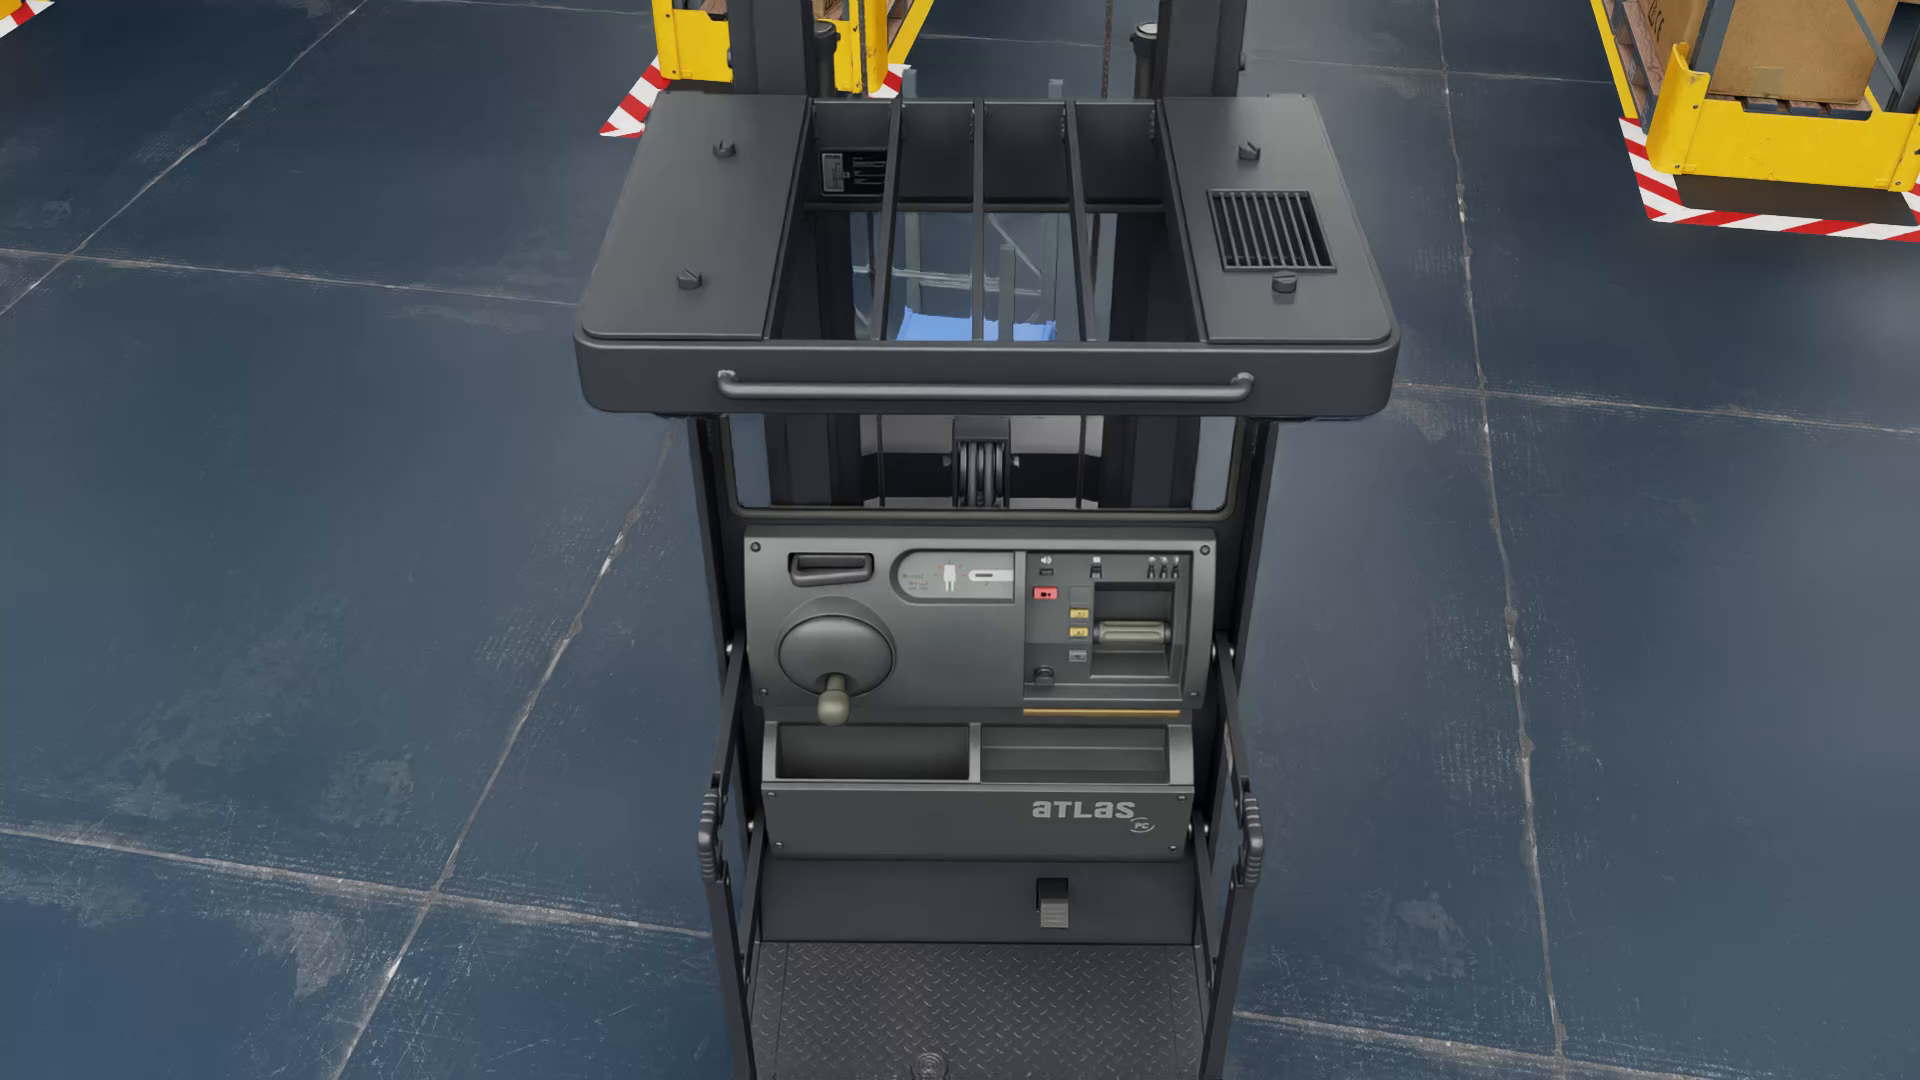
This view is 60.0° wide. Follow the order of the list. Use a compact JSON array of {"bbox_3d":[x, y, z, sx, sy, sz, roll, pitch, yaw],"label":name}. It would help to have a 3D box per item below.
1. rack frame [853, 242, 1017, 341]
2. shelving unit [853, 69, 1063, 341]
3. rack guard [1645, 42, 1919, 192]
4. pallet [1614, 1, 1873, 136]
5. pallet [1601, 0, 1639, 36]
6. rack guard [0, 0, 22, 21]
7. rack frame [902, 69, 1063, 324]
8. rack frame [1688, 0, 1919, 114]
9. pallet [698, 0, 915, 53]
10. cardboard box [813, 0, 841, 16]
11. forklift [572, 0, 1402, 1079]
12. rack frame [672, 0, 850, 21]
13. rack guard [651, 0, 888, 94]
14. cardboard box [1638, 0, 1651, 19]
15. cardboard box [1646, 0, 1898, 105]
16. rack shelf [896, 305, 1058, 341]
[{"bbox_3d":[-0.100,-0.212,4.829,0.500,1.500,0.032,6,40,7],"label":"rack frame"},{"bbox_3d":[-0.015,-0.531,5.215,0.538,1.500,1.048,6,40,7],"label":"shelving unit"},{"bbox_3d":[3.878,-1.970,7.741,1.175,0.500,0.348,6,40,8],"label":"rack guard"},{"bbox_3d":[3.944,-2.384,8.468,1.003,0.211,1.213,6,40,8],"label":"pallet"},{"bbox_3d":[4.157,-3.148,9.392,1.003,0.211,1.213,6,40,8],"label":"pallet"},{"bbox_3d":[-5.897,-3.195,9.222,1.175,0.500,0.348,6,40,8],"label":"rack guard"},{"bbox_3d":[0.069,-0.851,5.602,0.500,1.500,0.032,6,40,7],"label":"rack frame"},{"bbox_3d":[3.882,-2.949,6.962,1.000,3.000,0.127,6,40,8],"label":"rack frame"},{"bbox_3d":[-0.797,-3.038,9.259,1.003,0.211,1.213,6,40,8],"label":"pallet"},{"bbox_3d":[-0.861,-3.148,8.835,0.500,0.500,0.500,14,41,16],"label":"cardboard box"},{"bbox_3d":[0.039,0.249,3.148,1.130,2.935,3.031,0,40,0],"label":"forklift"},{"bbox_3d":[-0.985,-3.559,7.701,1.000,3.000,0.127,6,40,8],"label":"rack frame"},{"bbox_3d":[-0.972,-2.643,8.555,1.175,0.500,0.348,6,40,8],"label":"rack guard"},{"bbox_3d":[4.085,-3.277,8.697,0.875,0.875,0.875,6,40,7],"label":"cardboard box"},{"bbox_3d":[3.934,-2.725,8.029,0.875,0.875,0.875,7,40,8],"label":"cardboard box"},{"bbox_3d":[-0.015,-0.392,5.330,0.538,0.185,1.000,6,40,7],"label":"rack shelf"}]
